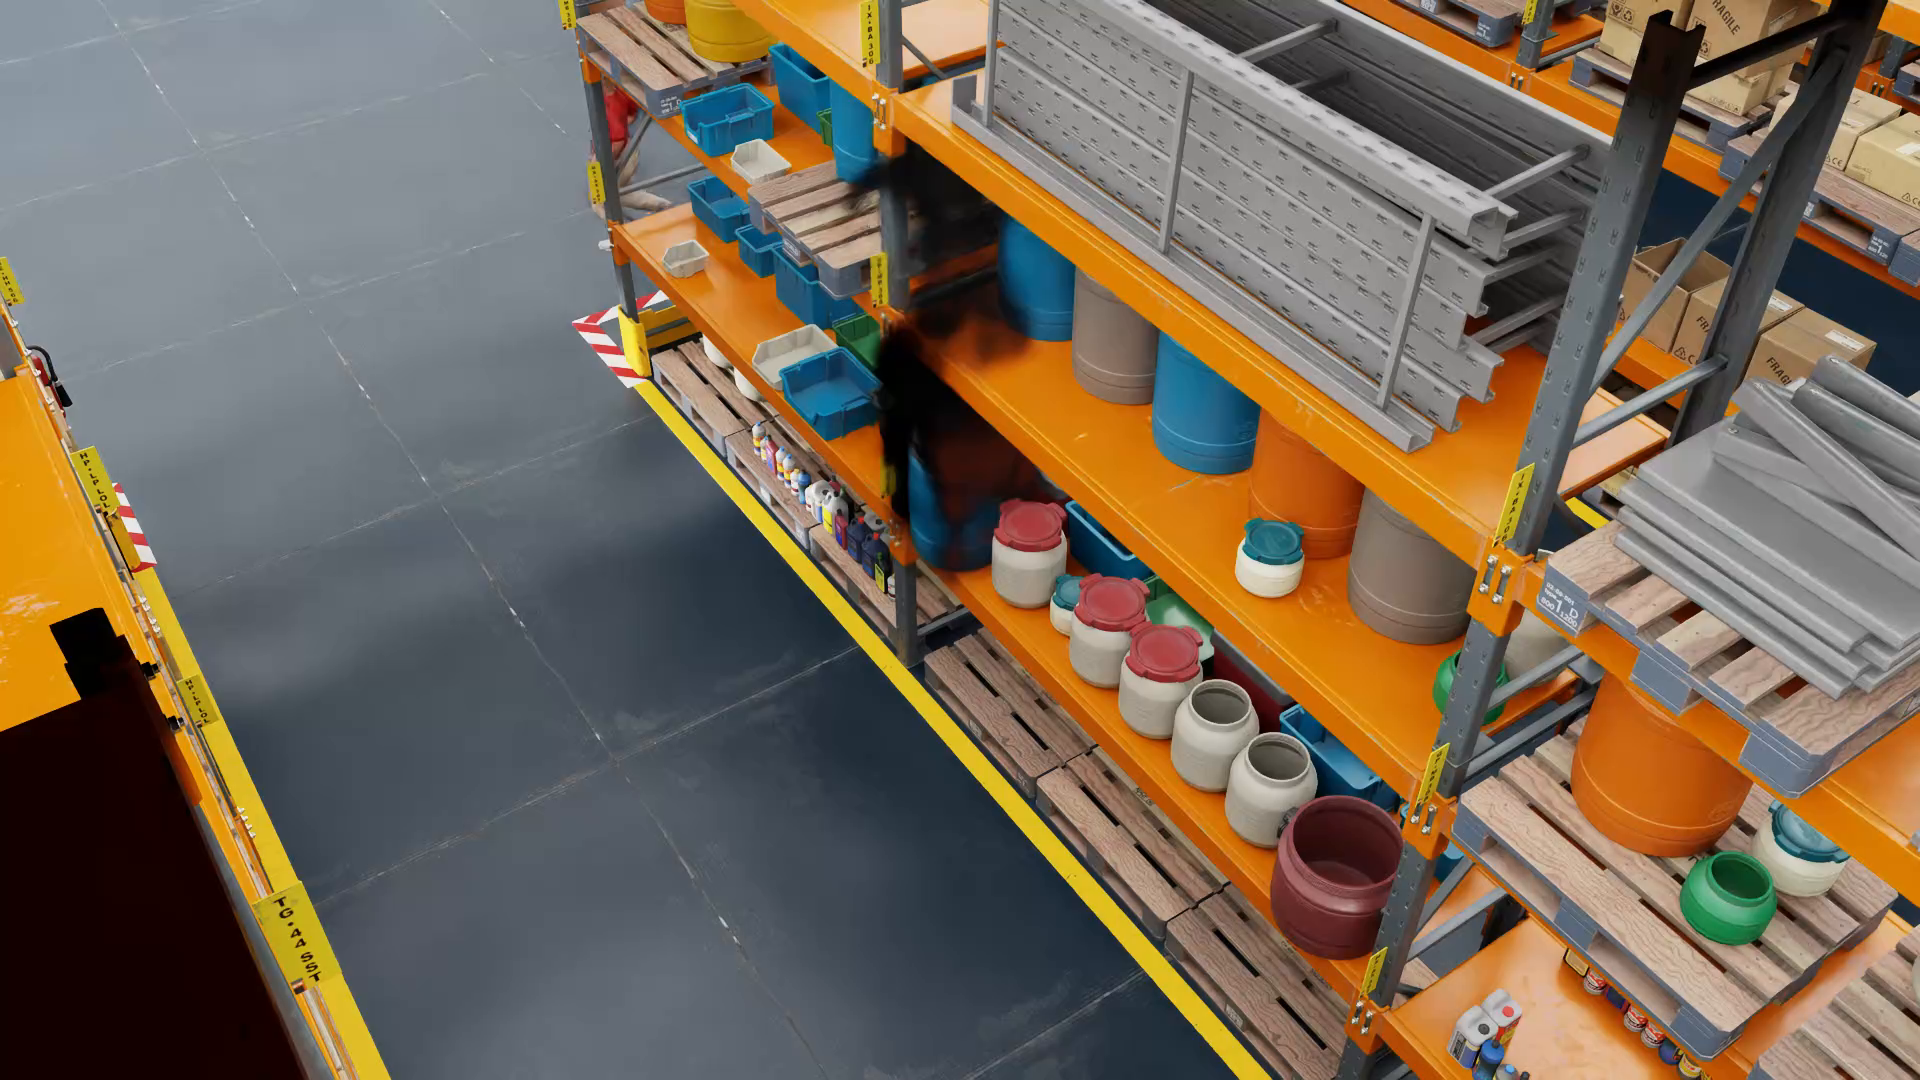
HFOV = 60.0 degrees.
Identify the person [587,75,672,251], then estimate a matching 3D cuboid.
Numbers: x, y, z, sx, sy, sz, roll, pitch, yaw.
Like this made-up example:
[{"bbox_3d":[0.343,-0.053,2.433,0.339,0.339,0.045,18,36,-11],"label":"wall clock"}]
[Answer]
[{"bbox_3d":[-2.832,-3.173,13.989,0.674,1.699,0.678,4,43,4],"label":"person"}]
